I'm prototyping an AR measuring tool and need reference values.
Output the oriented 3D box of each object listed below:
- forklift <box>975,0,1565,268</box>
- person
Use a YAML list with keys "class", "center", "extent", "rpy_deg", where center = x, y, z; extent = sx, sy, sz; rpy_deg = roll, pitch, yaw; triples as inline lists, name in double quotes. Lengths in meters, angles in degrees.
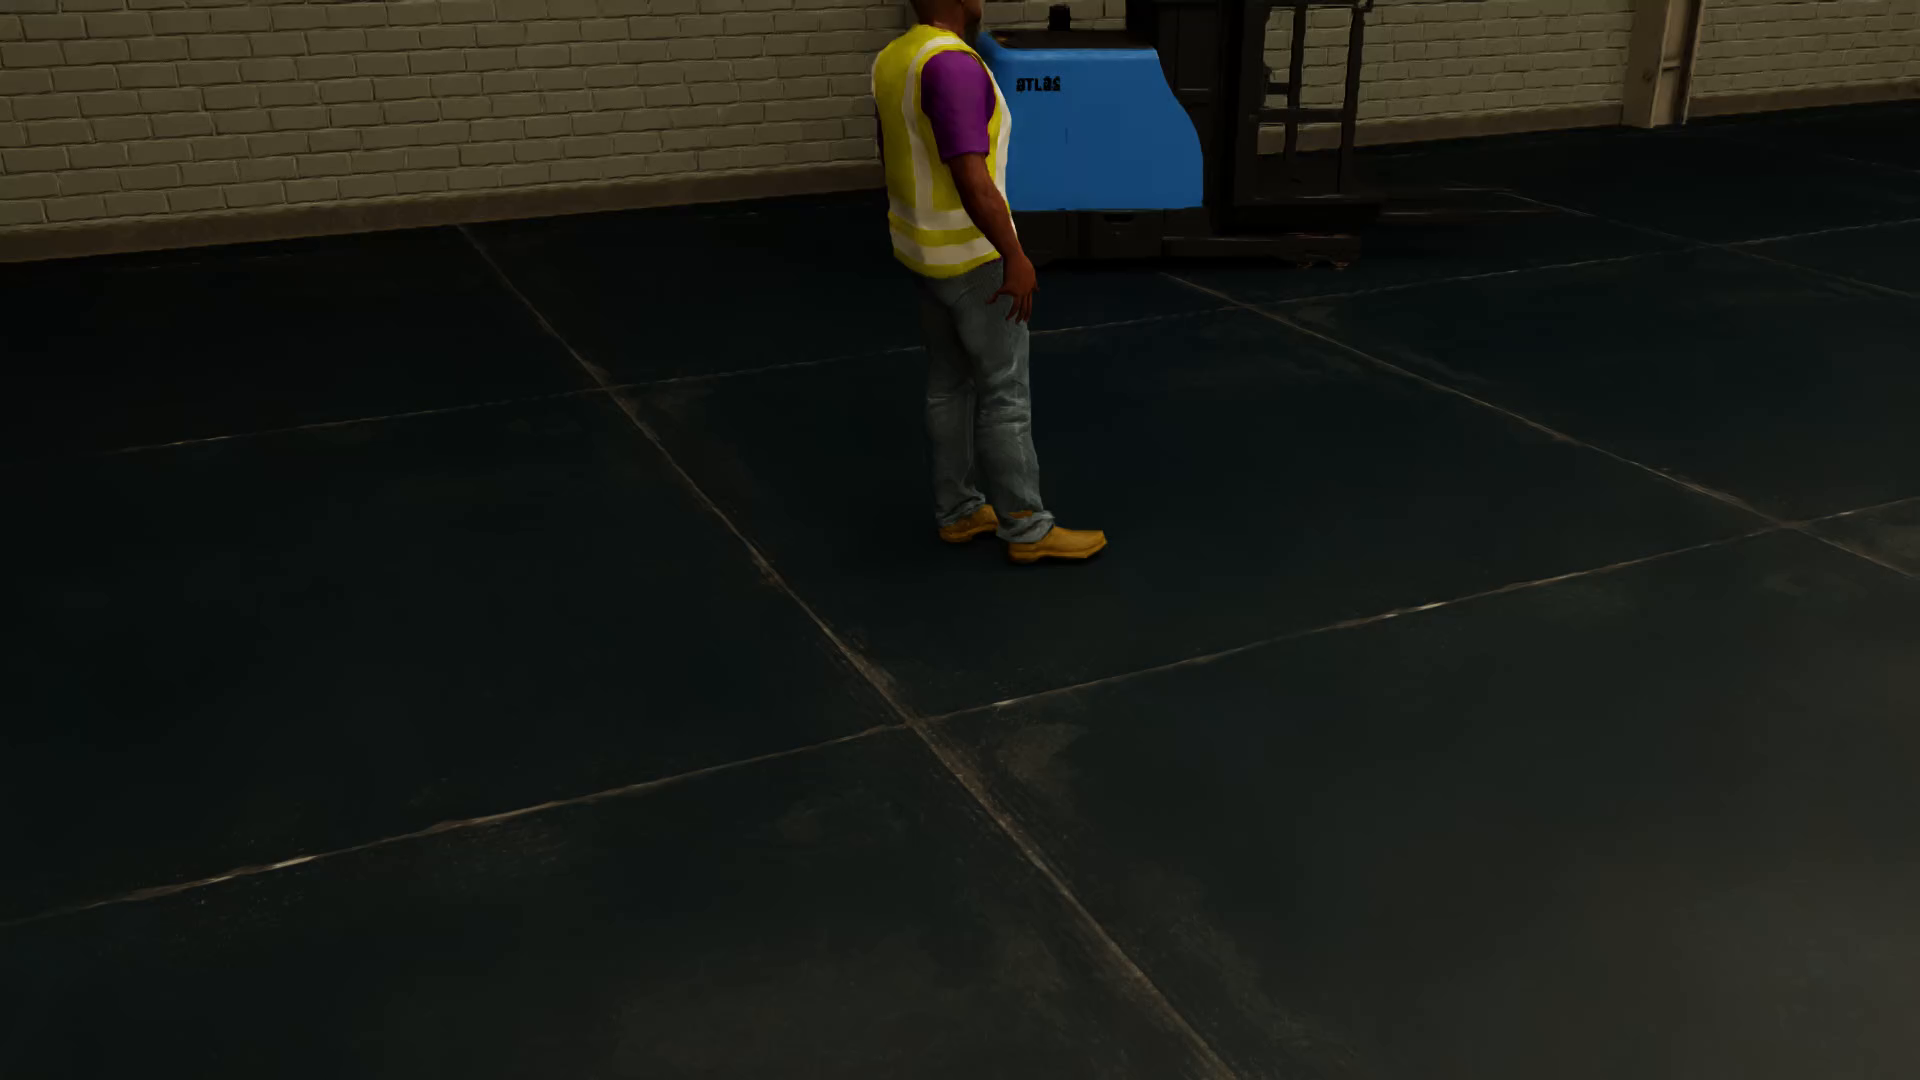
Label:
- class: "forklift"
  center: [1.612, -2.934, 8.350]
  extent: [3.031, 2.935, 1.130]
  rpy_deg: [-2, 23, -5]
- class: "person"
  center: [0.065, -0.829, 4.789]
  extent: [0.576, 1.760, 0.665]
  rpy_deg: [-10, 25, -23]
